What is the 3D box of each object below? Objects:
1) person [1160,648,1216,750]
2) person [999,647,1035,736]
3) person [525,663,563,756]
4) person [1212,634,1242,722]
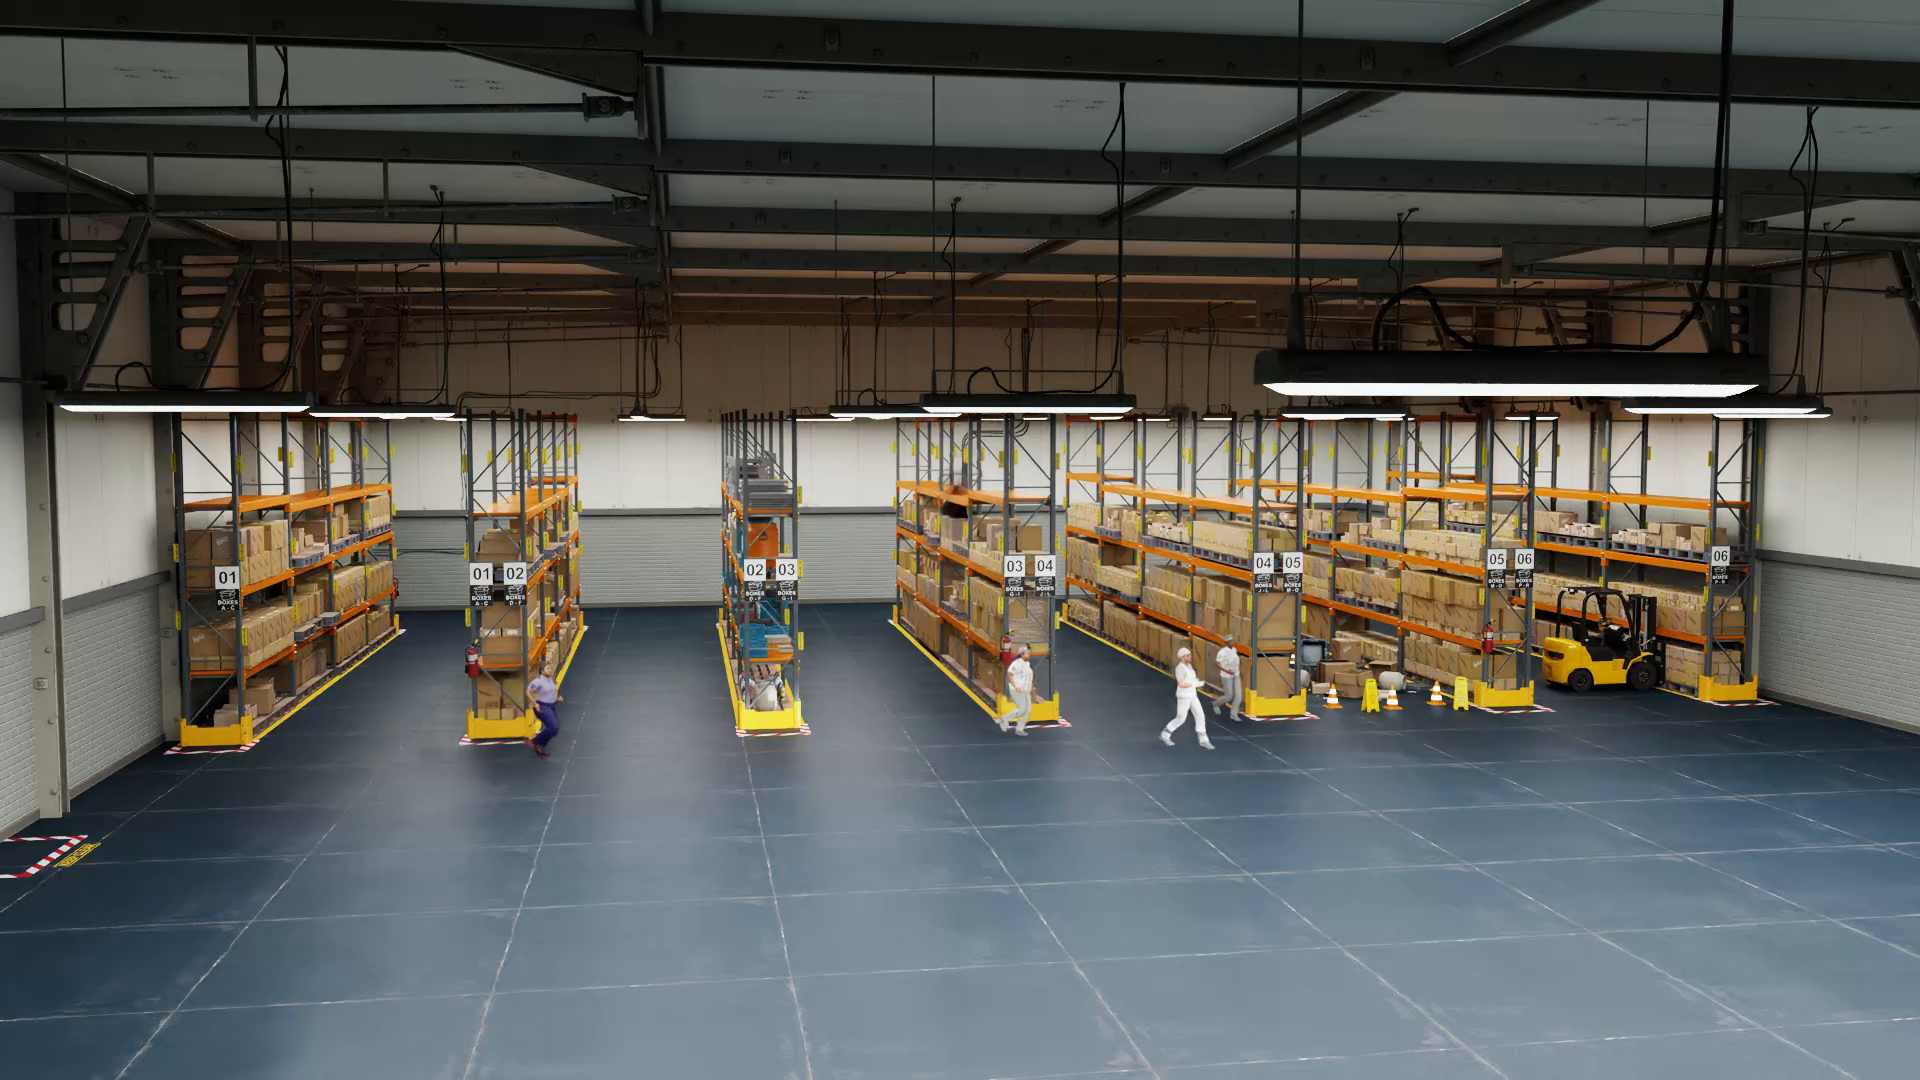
[{"bbox_3d":[4.011,2.775,29.226,0.992,1.775,0.669,2,5,32],"label":"person"},{"bbox_3d":[1.099,2.777,30.739,0.559,1.611,0.679,2,5,31],"label":"person"},{"bbox_3d":[-7.096,2.923,28.613,0.555,1.609,0.592,1,4,17],"label":"person"},{"bbox_3d":[5.193,2.649,32.213,0.593,1.688,0.674,-3,5,-35],"label":"person"}]
